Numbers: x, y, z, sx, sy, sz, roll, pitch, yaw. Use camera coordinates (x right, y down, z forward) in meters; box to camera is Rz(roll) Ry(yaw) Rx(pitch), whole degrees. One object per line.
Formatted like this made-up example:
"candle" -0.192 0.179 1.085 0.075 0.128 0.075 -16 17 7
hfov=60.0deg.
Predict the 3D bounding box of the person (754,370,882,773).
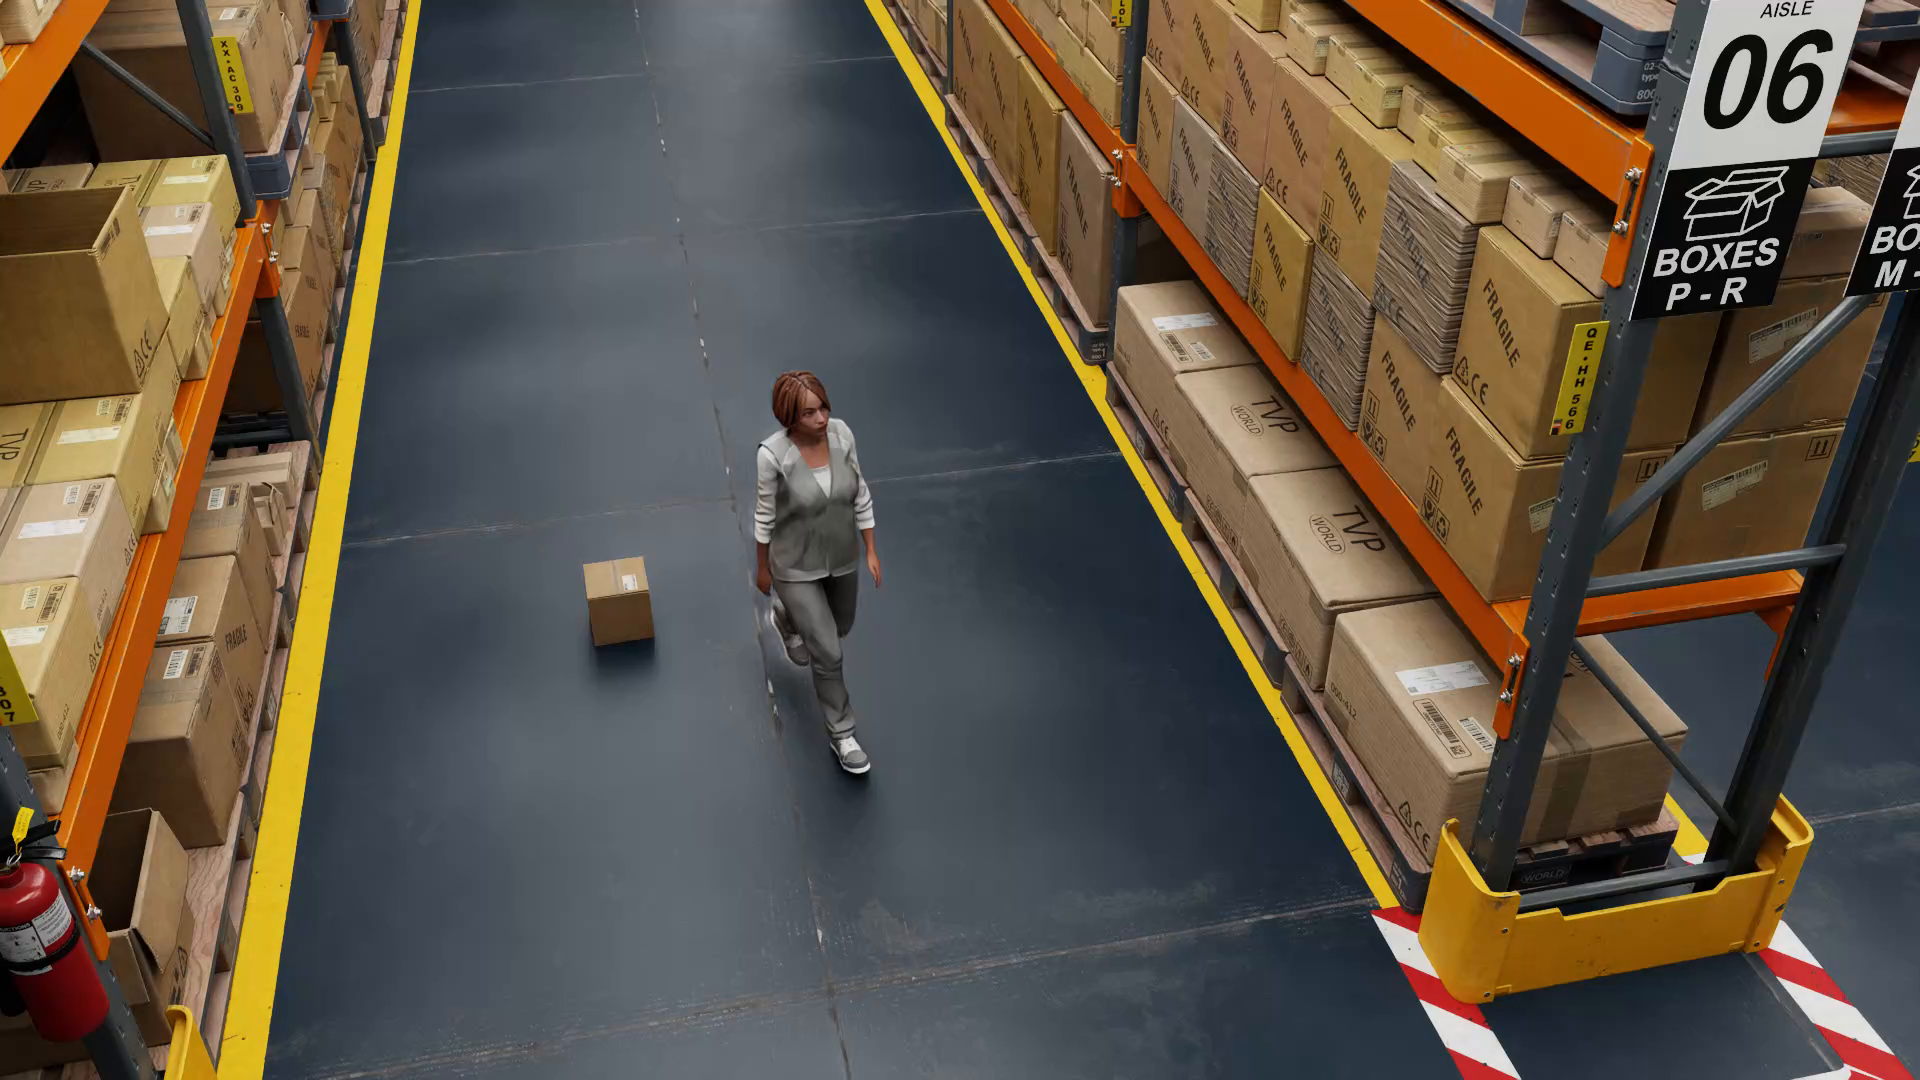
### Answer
"person" -0.544 0.047 6.086 0.428 1.545 0.833 -21 40 -27
